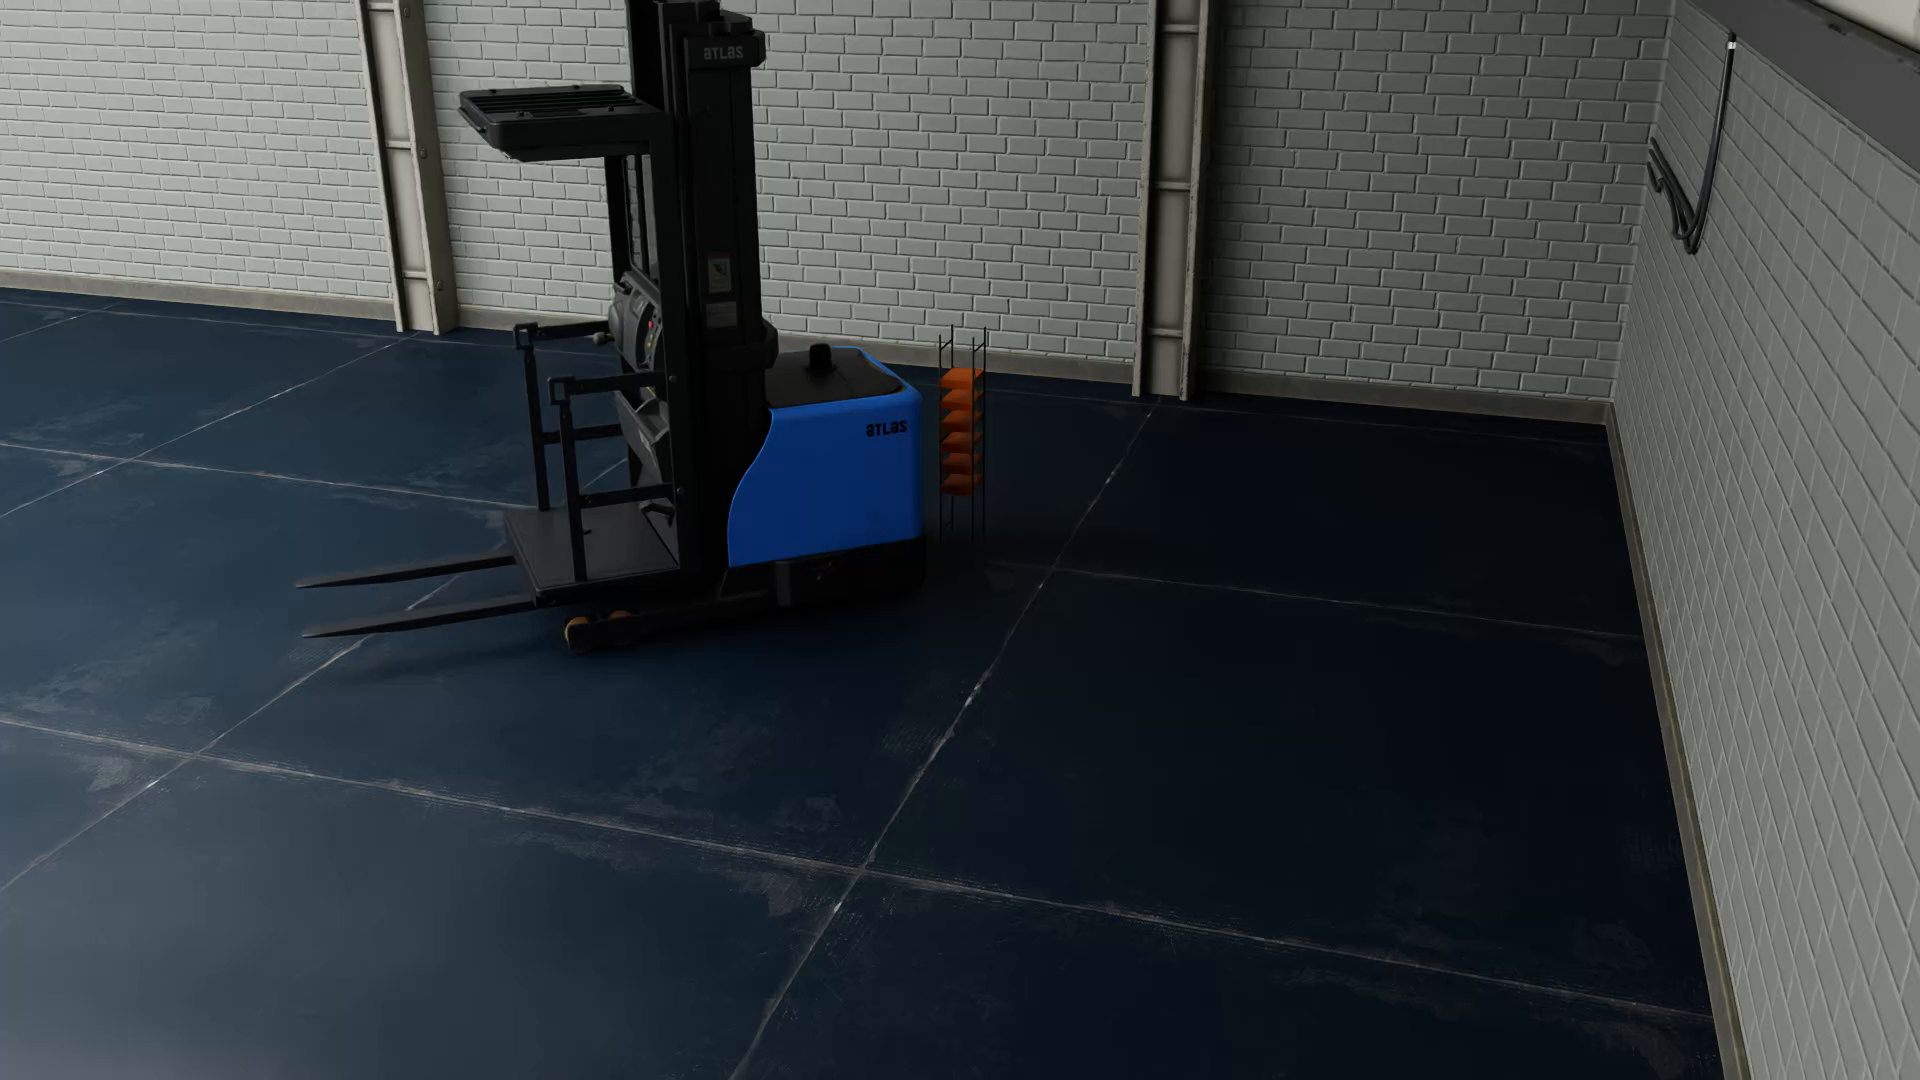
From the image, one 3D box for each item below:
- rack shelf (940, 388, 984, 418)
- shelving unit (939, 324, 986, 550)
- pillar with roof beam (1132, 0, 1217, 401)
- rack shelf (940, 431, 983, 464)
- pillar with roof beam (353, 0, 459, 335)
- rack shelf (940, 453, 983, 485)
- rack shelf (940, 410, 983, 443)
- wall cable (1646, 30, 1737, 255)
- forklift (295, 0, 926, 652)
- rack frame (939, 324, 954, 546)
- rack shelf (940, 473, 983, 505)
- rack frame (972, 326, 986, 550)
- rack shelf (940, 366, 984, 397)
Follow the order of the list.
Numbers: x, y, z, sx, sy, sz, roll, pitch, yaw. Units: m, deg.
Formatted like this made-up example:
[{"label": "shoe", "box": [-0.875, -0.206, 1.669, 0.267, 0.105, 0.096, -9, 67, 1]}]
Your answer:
[{"label": "rack shelf", "box": [0.014, -0.734, 8.964, 0.180, 0.103, 0.258, 7, 23, 15]}, {"label": "shelving unit", "box": [0.014, -0.554, 9.038, 0.189, 1.200, 0.258, 7, 23, 15]}, {"label": "pillar with roof beam", "box": [0.207, -3.654, 6.320, 0.400, 9.000, 9.100, 7, 23, 16]}, {"label": "rack shelf", "box": [0.014, -0.512, 9.055, 0.180, 0.103, 0.258, 7, 23, 15]}, {"label": "pillar with roof beam", "box": [-5.537, -4.312, 7.924, 0.400, 9.000, 9.100, 7, 23, 16]}, {"label": "rack shelf", "box": [0.014, -0.401, 9.101, 0.180, 0.103, 0.258, 7, 23, 15]}, {"label": "rack shelf", "box": [0.014, -0.623, 9.010, 0.180, 0.103, 0.258, 7, 23, 15]}, {"label": "wall cable", "box": [3.889, -2.978, 8.764, 0.112, 2.526, 3.097, 7, 23, 16]}, {"label": "forklift", "box": [-1.742, -1.047, 7.960, 3.031, 2.935, 1.130, -9, 24, -21]}, {"label": "rack frame", "box": [-0.074, -0.564, 9.063, 0.006, 1.200, 0.240, 7, 23, 15]}, {"label": "rack shelf", "box": [0.014, -0.290, 9.146, 0.180, 0.103, 0.258, 7, 23, 15]}, {"label": "rack frame", "box": [0.101, -0.543, 9.014, 0.006, 1.200, 0.240, 7, 23, 15]}, {"label": "rack shelf", "box": [0.014, -0.845, 8.919, 0.180, 0.103, 0.258, 7, 23, 15]}]
